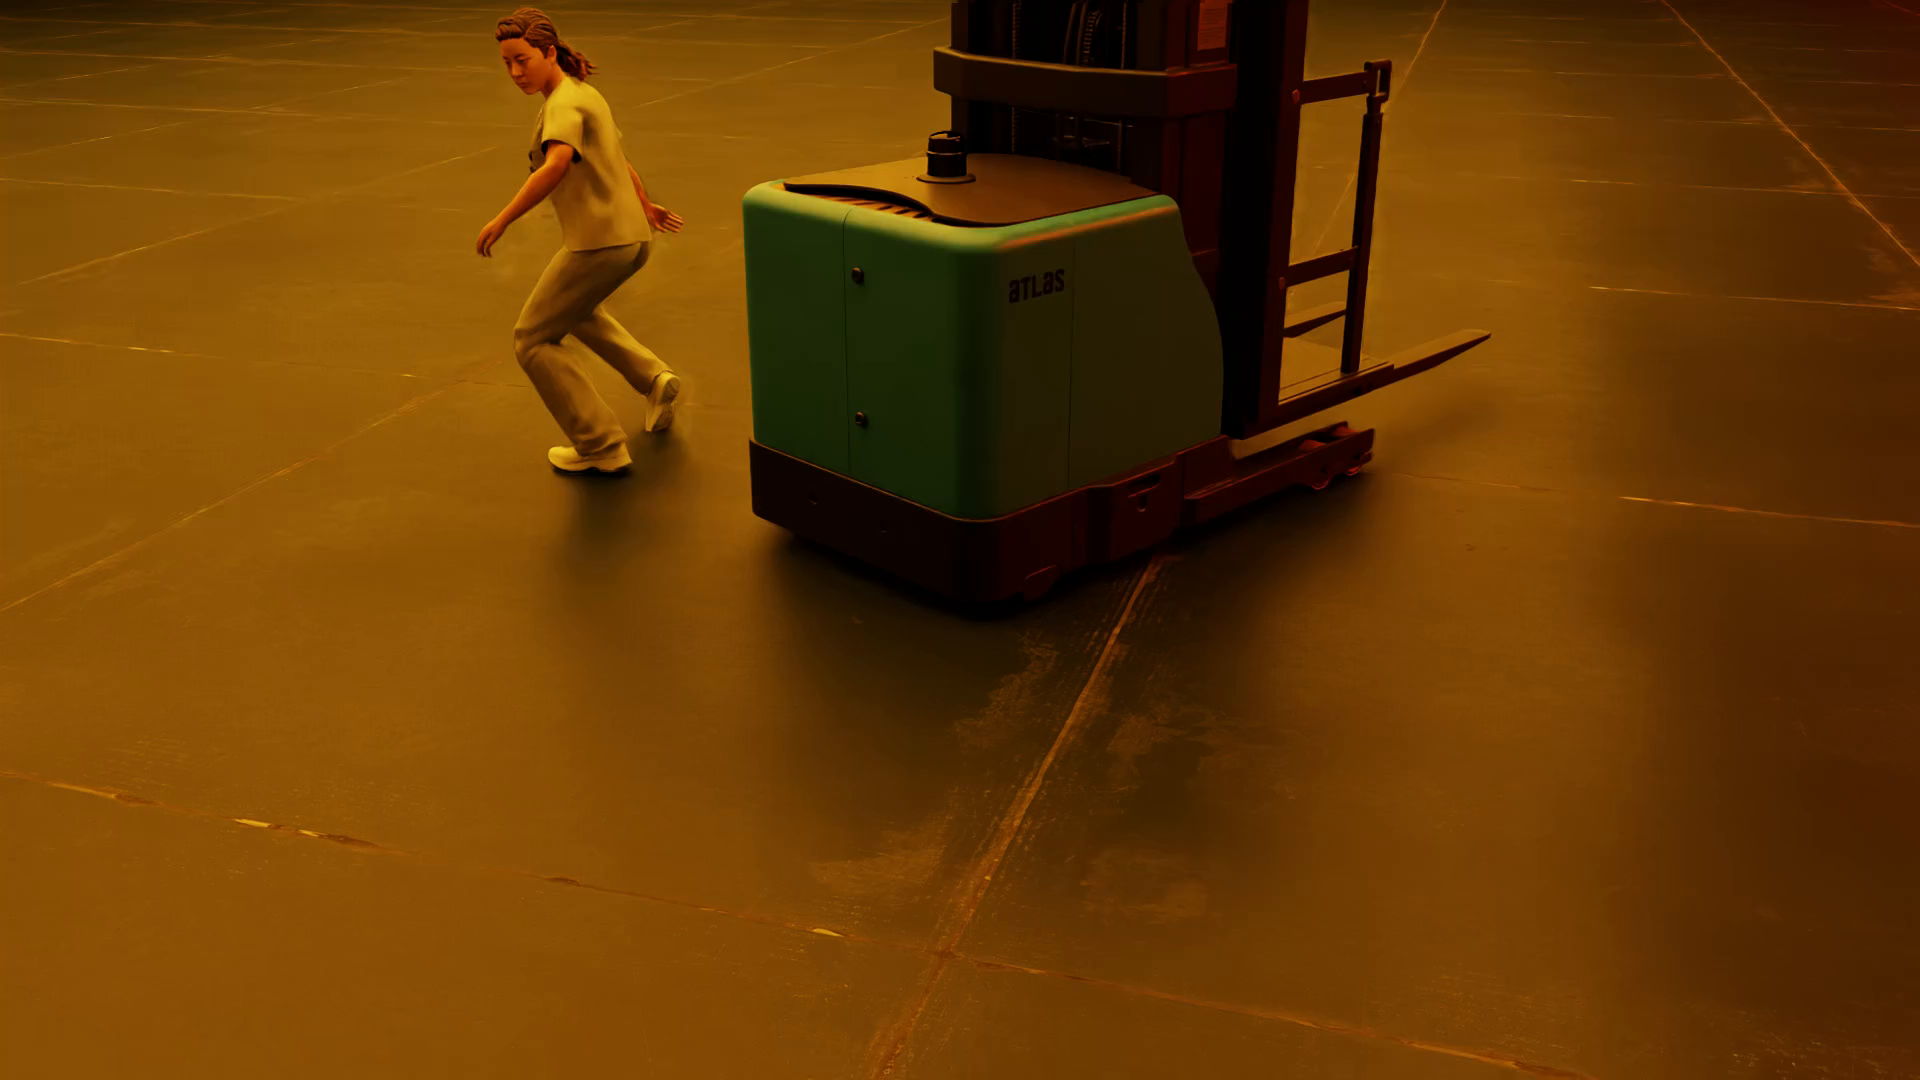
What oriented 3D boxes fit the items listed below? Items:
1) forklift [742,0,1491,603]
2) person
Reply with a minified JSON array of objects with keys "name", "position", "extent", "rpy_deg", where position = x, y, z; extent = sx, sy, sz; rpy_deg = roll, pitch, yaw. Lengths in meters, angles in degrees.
[{"name":"forklift","position":[0.762,-1.646,5.267],"extent":[3.031,2.935,1.130],"rpy_deg":[-20,30,-40]},{"name":"person","position":[-1.267,-1.010,5.676],"extent":[0.460,1.549,0.885],"rpy_deg":[4,23,9]}]
